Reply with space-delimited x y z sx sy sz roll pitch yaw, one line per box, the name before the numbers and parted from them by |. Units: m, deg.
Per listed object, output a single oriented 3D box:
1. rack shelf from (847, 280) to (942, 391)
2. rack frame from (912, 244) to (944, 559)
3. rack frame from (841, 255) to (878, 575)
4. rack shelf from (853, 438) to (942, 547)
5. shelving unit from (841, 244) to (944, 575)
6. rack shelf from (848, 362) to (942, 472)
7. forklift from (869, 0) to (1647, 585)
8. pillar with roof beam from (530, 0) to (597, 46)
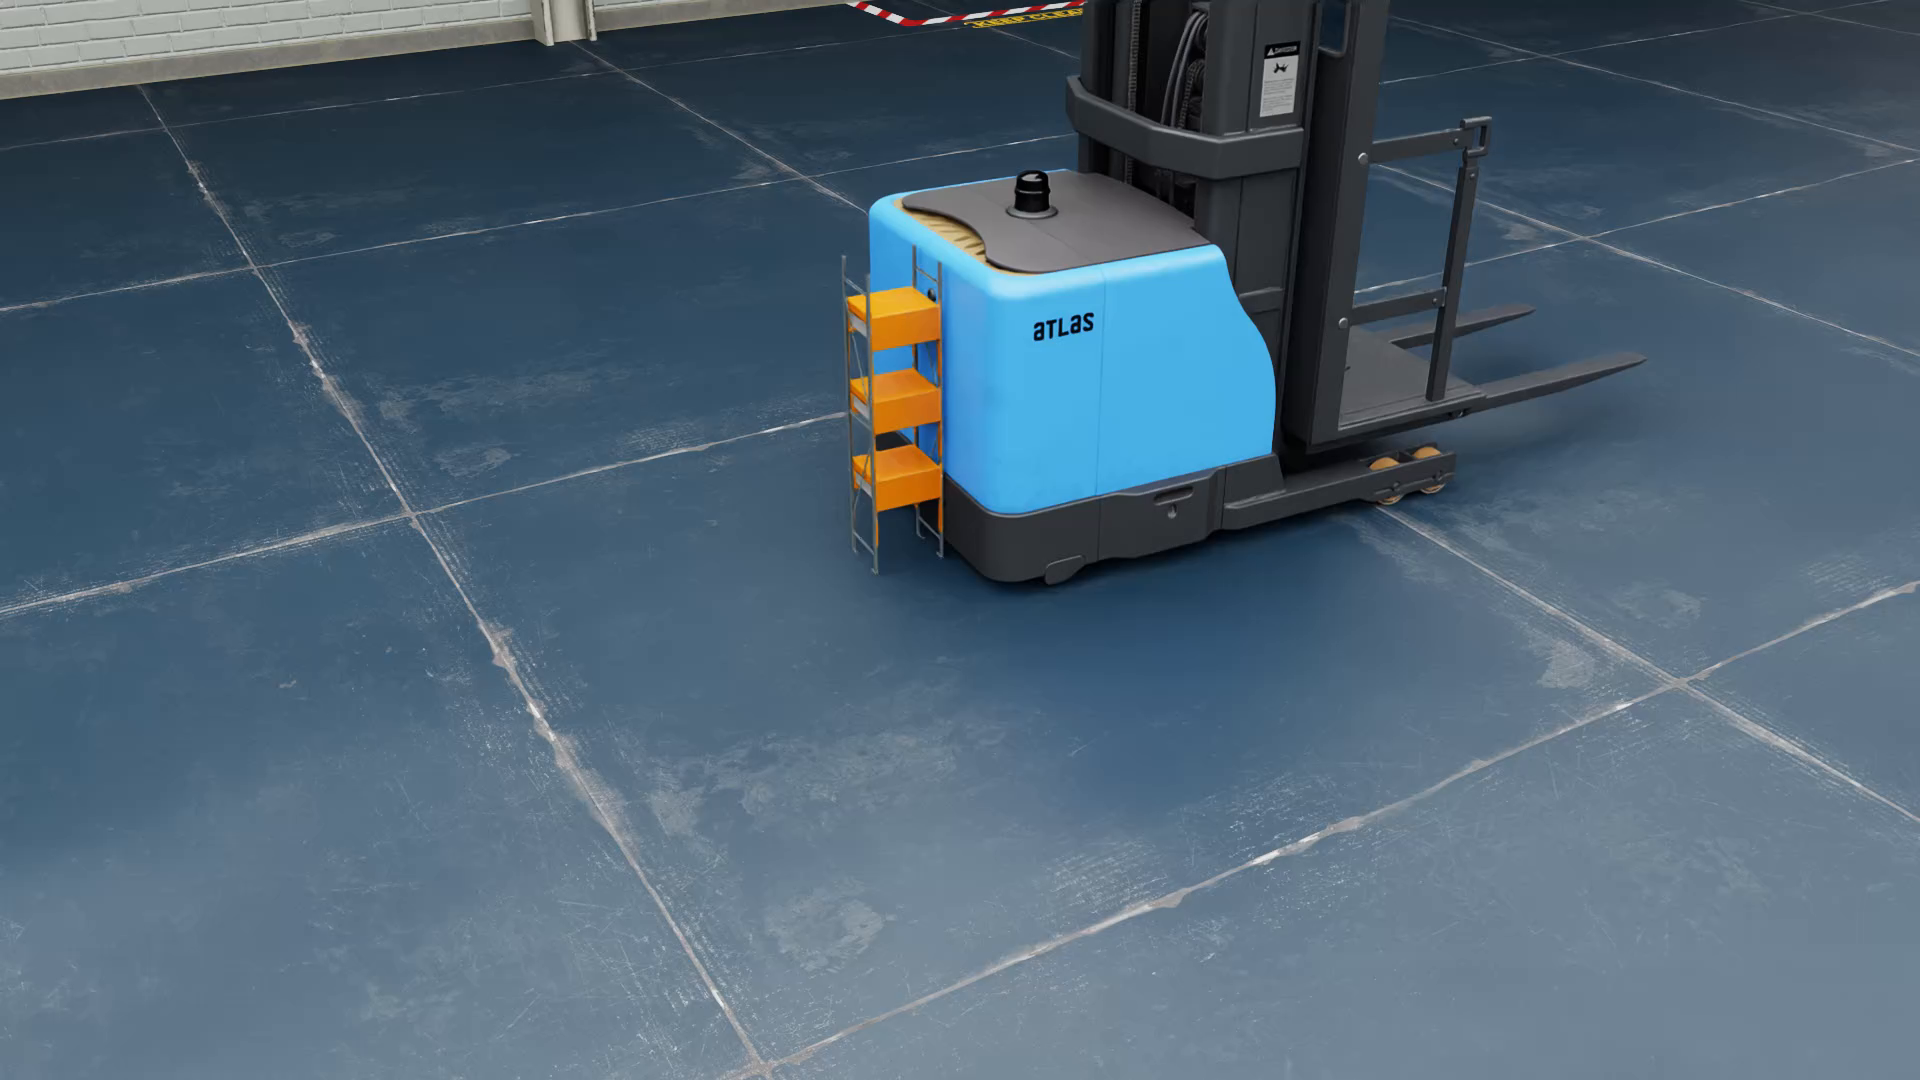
rack shelf | -0.213 -0.651 5.277 0.240 0.259 0.215 -14 32 -23
rack frame | -0.104 -0.438 5.458 0.008 1.050 0.200 -14 32 -23
rack frame | -0.322 -0.385 5.361 0.008 1.050 0.200 -14 32 -23
rack shelf | -0.213 -0.159 5.549 0.240 0.259 0.215 -14 32 -23
shelving unit | -0.213 -0.412 5.409 0.252 1.050 0.215 -14 32 -23
rack shelf | -0.213 -0.402 5.414 0.240 0.259 0.215 -14 32 -23
forklift | 1.228 -1.623 5.657 3.031 2.935 1.130 -14 32 -23
pillar with roof beam | -0.823 -5.964 7.243 0.400 9.000 9.100 -16 33 -26
